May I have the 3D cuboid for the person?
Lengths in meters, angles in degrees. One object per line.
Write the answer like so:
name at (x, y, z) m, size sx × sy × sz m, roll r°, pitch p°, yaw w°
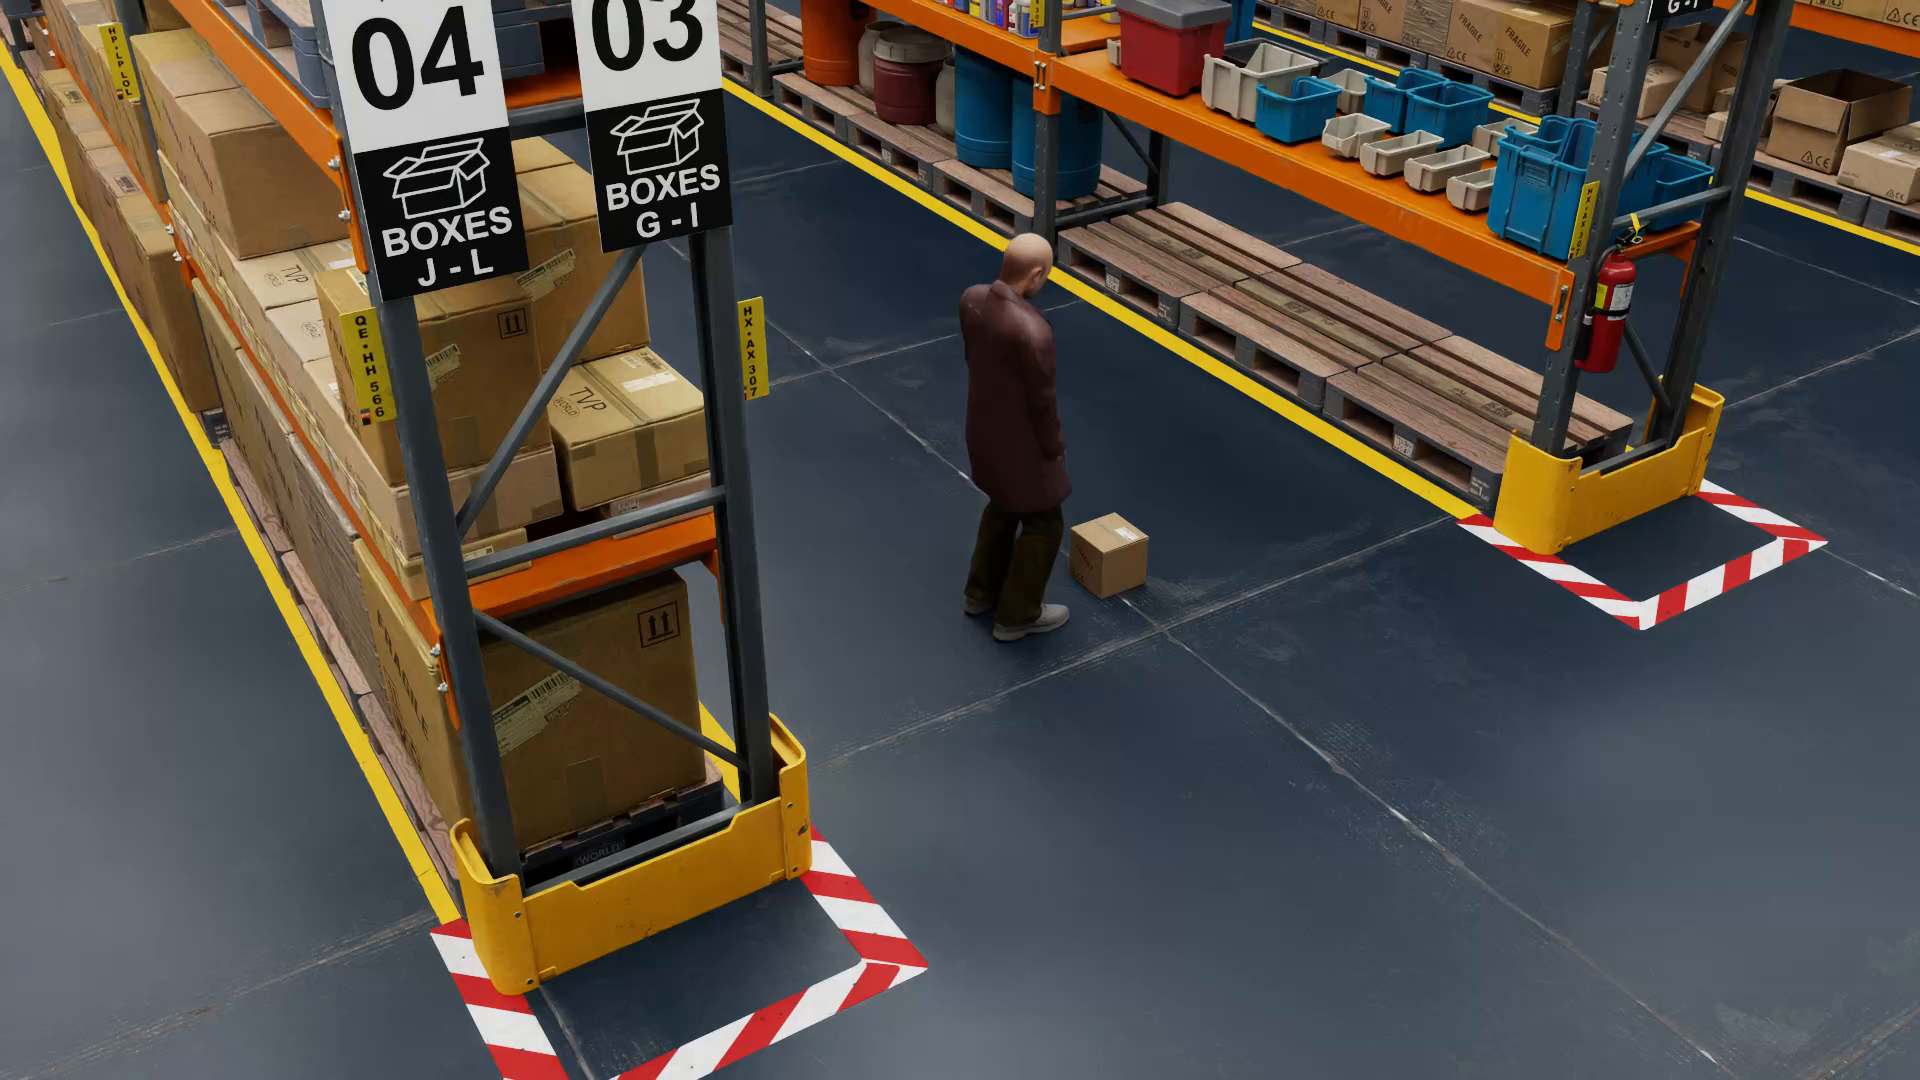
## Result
person at (0.224, -0.424, 6.860) m, size 0.390 × 1.752 × 0.579 m, roll -18°, pitch 36°, yaw -26°
